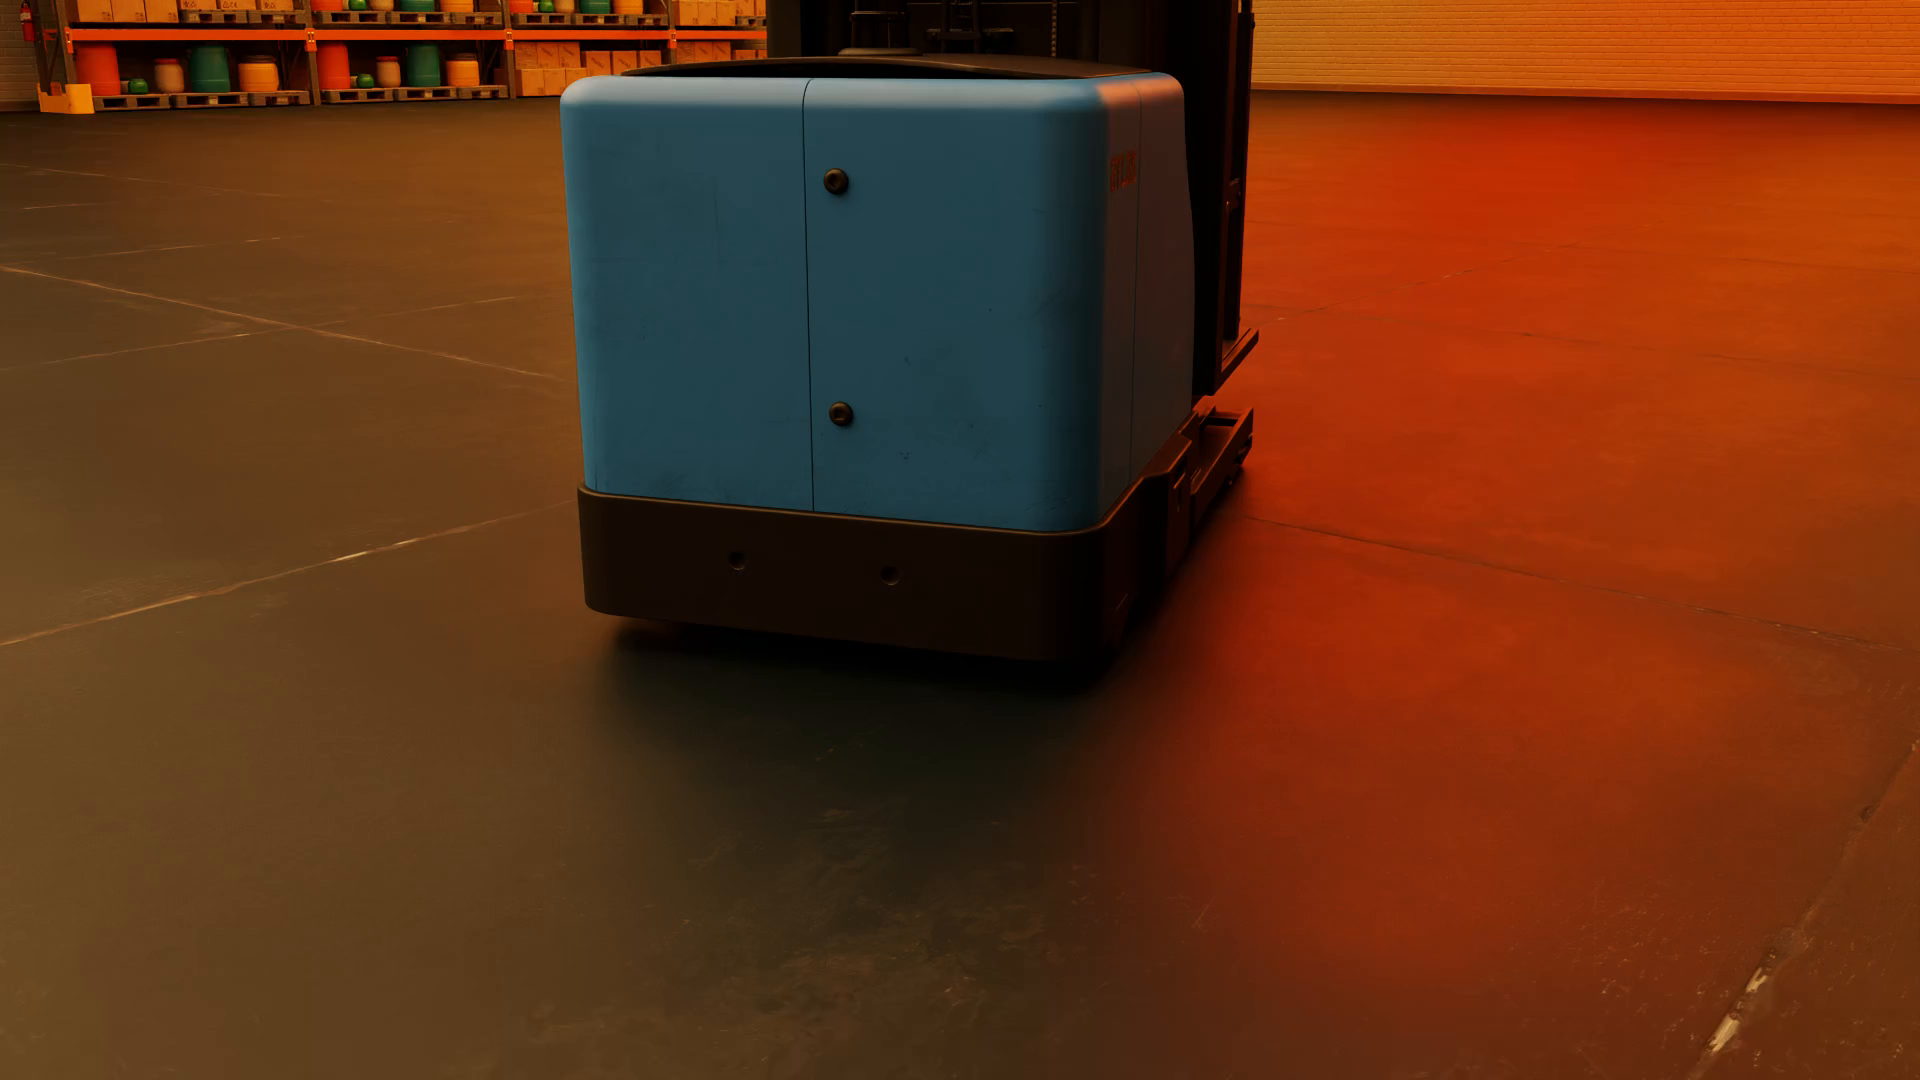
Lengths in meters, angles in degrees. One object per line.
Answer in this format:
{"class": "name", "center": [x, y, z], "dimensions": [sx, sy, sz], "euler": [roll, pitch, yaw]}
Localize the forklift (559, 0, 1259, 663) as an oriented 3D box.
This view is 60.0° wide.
{"class": "forklift", "center": [0.182, -1.571, 4.072], "dimensions": [1.130, 2.935, 3.031], "euler": [5, 18, 17]}
